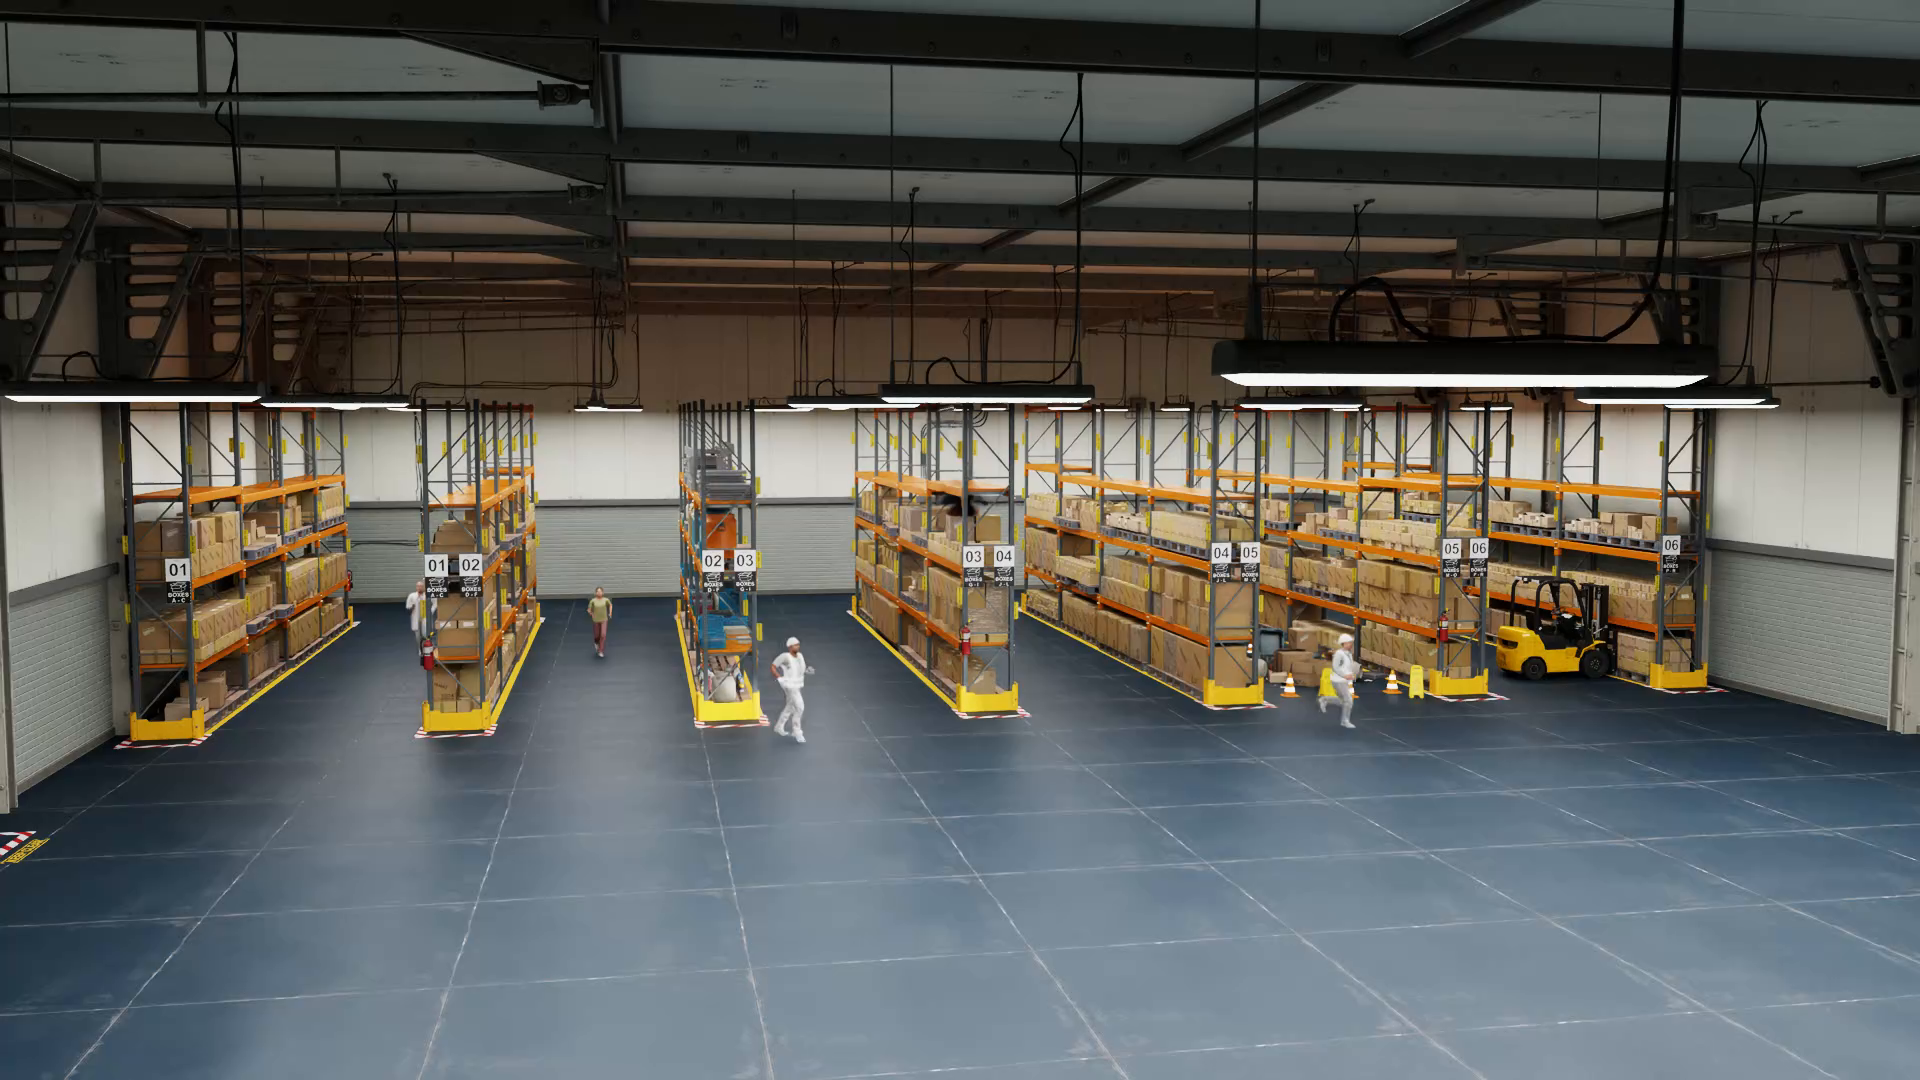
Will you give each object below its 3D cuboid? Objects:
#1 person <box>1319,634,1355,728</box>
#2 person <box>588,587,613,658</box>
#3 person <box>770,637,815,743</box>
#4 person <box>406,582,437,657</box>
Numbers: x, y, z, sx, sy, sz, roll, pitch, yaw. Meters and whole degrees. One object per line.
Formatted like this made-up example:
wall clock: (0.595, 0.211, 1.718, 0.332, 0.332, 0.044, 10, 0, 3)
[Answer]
person: (6.927, 2.579, 30.533, 0.710, 1.742, 0.684, 2, 5, 30)
person: (-8.539, 1.932, 39.504, 0.593, 1.640, 0.875, -1, 4, -15)
person: (-2.944, 2.630, 29.254, 0.796, 1.846, 0.658, 2, 5, 24)
person: (-12.687, 1.891, 39.145, 0.685, 1.804, 0.754, -1, 4, -9)
